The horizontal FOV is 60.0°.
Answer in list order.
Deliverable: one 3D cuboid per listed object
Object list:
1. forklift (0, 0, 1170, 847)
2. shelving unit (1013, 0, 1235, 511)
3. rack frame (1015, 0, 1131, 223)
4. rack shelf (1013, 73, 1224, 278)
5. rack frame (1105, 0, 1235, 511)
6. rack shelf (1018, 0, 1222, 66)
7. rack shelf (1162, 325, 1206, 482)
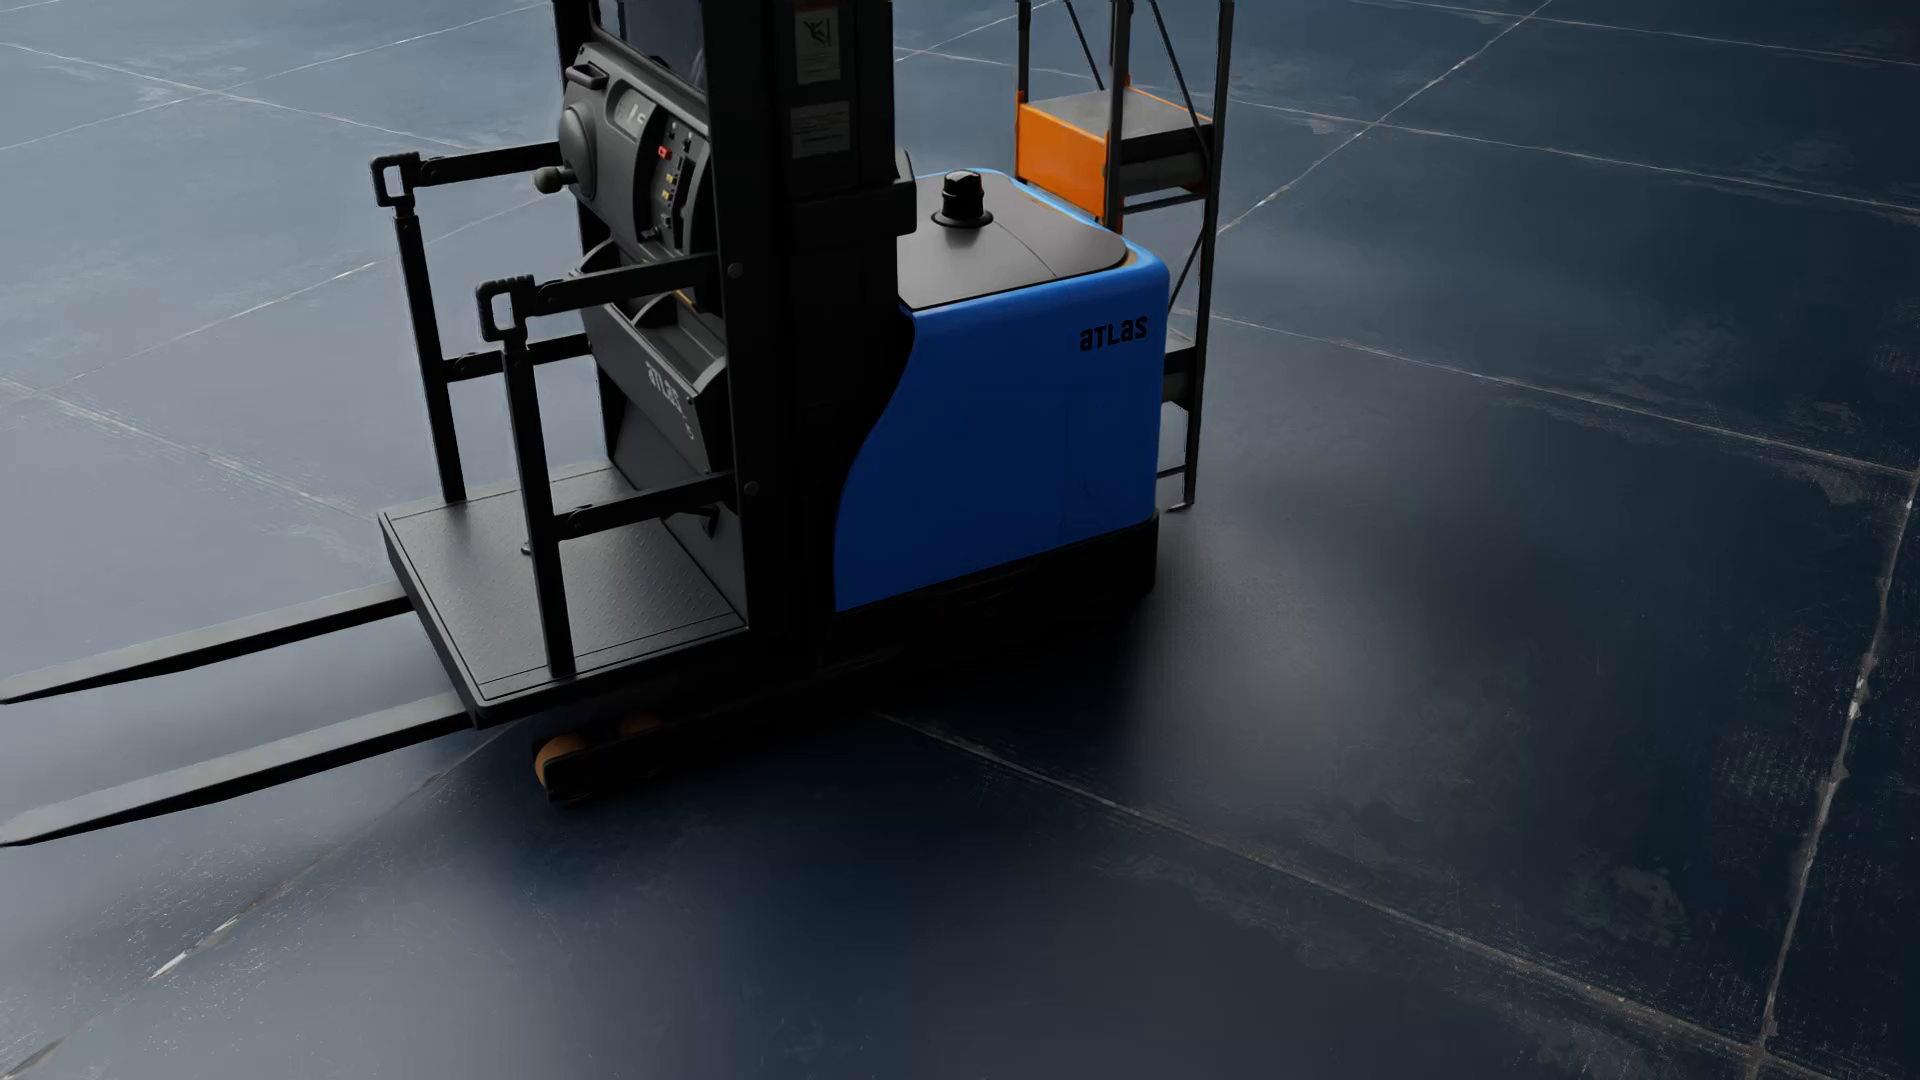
[{"bbox_3d":[-0.966,-0.920,3.919,3.031,2.935,1.130,-16,34,-25],"label":"forklift"},{"bbox_3d":[0.467,-1.081,5.019,0.431,2.100,0.503,-16,34,-26],"label":"shelving unit"},{"bbox_3d":[0.345,-1.187,5.201,0.400,2.100,0.015,-16,34,-26],"label":"rack frame"},{"bbox_3d":[0.467,-1.069,5.026,0.431,0.518,0.480,-16,34,-26],"label":"rack shelf"},{"bbox_3d":[0.590,-0.975,4.837,0.400,2.100,0.015,-16,34,-26],"label":"rack frame"},{"bbox_3d":[0.467,-1.674,4.673,0.431,0.518,0.480,-16,34,-26],"label":"rack shelf"},{"bbox_3d":[0.467,-0.464,5.379,0.431,0.518,0.480,-16,34,-26],"label":"rack shelf"}]
